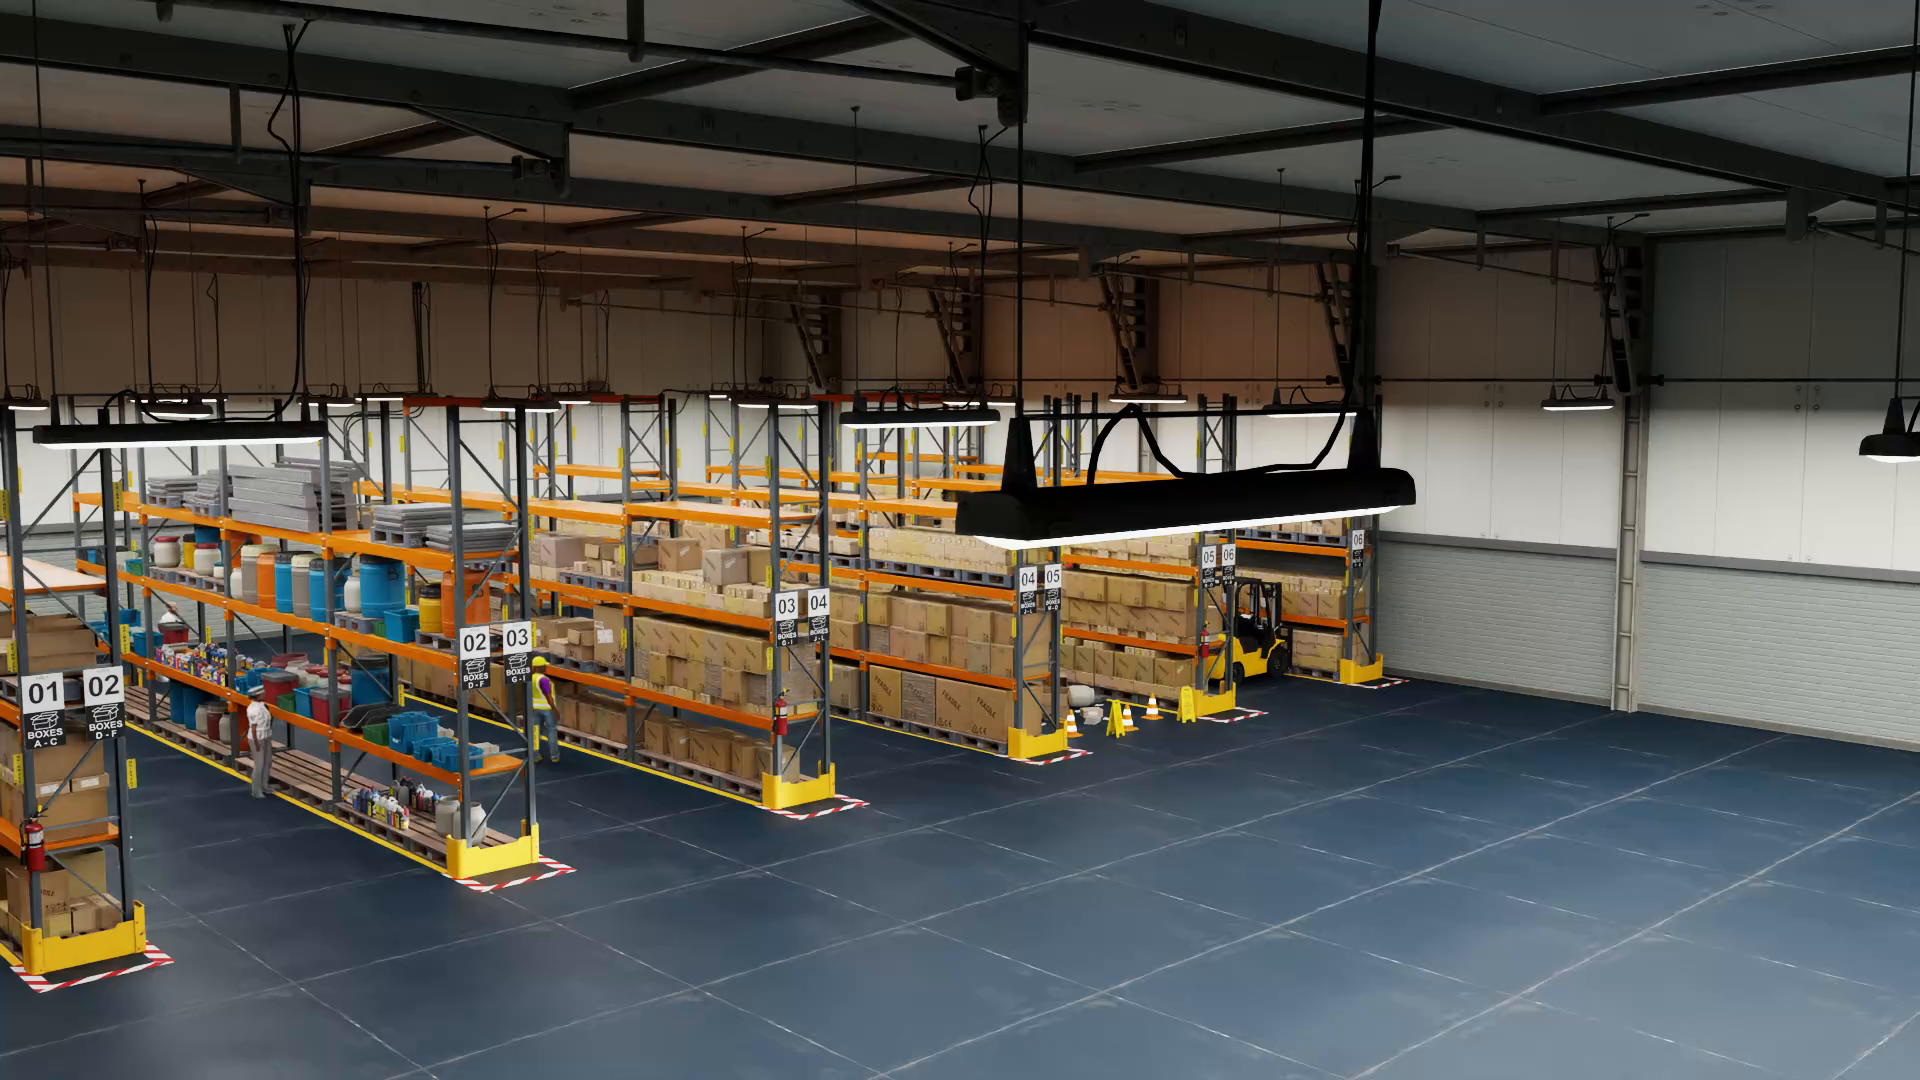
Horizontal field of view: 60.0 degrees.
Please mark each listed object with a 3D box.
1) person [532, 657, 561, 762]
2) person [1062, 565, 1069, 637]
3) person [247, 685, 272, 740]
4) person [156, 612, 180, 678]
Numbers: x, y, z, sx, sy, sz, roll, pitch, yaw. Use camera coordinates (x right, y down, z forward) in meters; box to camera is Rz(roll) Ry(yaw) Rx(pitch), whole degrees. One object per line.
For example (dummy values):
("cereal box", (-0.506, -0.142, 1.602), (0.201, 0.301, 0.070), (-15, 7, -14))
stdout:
("person", (-6.845, 2.791, 27.444), (0.621, 1.759, 0.495), (3, 6, 27))
("person", (2.420, 1.442, 38.829), (0.491, 1.821, 0.621), (4, 7, 33))
("person", (-10.691, 2.613, 25.359), (0.347, 0.812, 0.433), (1, 6, 5))
("person", (-16.329, 2.249, 34.499), (0.960, 1.351, 0.584), (2, 6, 24))
